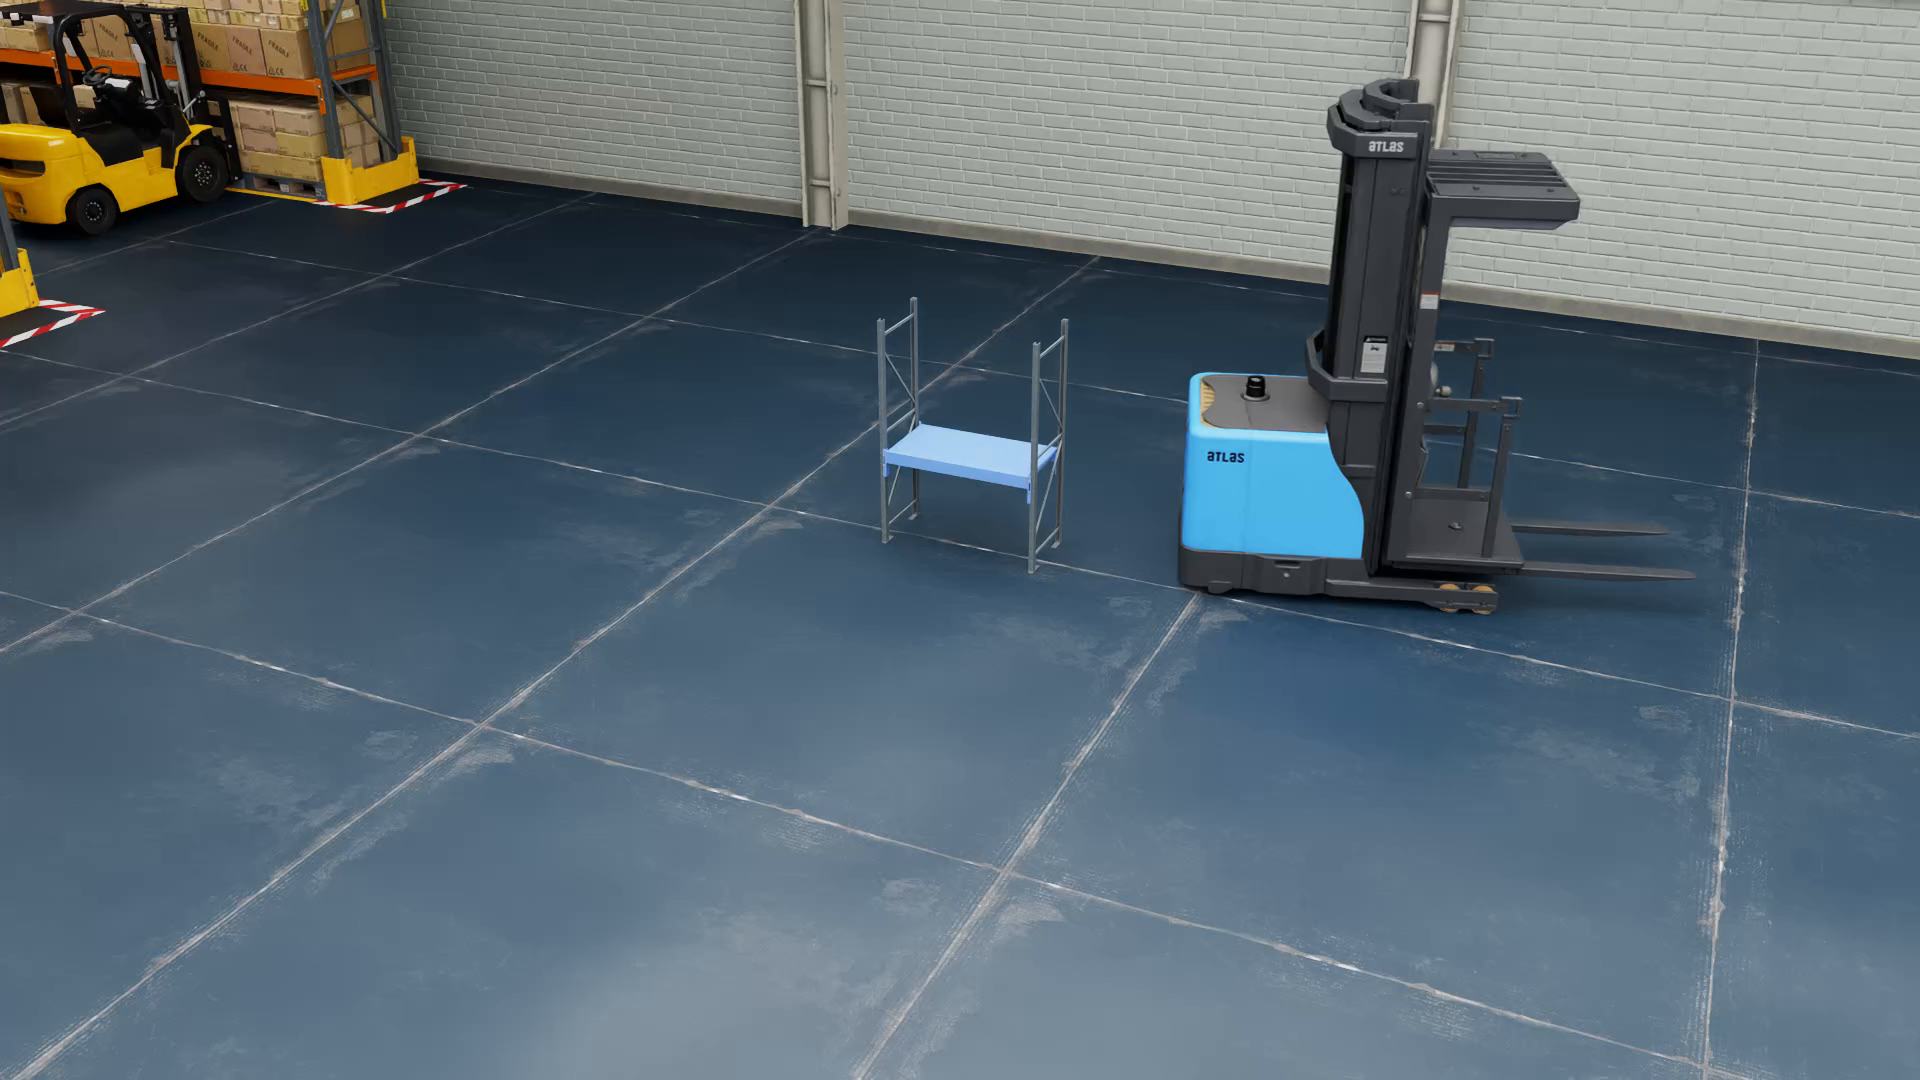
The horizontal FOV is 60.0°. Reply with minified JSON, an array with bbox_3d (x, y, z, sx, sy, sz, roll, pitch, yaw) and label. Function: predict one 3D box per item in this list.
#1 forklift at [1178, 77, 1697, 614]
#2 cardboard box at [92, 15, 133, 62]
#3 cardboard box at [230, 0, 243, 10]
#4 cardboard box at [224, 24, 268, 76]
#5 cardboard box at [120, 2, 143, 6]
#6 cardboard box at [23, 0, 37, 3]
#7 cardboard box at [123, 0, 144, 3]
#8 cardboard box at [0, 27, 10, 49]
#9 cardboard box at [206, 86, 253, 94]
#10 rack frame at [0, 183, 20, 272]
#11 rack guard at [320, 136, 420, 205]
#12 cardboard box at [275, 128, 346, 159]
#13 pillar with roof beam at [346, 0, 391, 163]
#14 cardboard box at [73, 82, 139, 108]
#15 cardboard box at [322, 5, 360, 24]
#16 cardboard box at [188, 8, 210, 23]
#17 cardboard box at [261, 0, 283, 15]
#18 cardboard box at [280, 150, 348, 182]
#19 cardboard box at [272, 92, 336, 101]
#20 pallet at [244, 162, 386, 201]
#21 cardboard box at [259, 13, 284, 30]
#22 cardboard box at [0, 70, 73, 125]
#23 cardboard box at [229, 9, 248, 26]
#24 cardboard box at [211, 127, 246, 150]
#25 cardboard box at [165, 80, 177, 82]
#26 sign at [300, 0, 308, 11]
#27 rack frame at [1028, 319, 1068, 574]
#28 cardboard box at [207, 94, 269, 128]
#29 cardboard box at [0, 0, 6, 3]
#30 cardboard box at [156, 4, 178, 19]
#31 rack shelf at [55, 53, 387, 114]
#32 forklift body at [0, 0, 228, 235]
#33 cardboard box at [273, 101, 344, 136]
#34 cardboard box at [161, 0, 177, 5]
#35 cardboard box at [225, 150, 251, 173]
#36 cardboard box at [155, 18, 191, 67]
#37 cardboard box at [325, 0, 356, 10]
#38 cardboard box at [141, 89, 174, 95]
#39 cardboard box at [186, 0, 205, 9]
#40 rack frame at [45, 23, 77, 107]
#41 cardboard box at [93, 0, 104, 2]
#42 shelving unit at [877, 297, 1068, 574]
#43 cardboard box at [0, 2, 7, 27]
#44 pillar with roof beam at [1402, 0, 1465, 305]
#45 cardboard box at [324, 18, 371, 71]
[{"bbox_3d":[2.882,-1.124,9.715,3.031,2.935,1.130,3,26,7],"label":"forklift"},{"bbox_3d":[-9.471,-5.772,18.964,0.500,0.500,0.500,12,29,23],"label":"cardboard box"},{"bbox_3d":[-7.703,-5.865,18.083,0.250,0.149,0.380,12,28,22],"label":"cardboard box"},{"bbox_3d":[-7.632,-5.398,18.205,0.500,0.500,0.500,12,29,23],"label":"cardboard box"},{"bbox_3d":[-9.150,-5.967,18.626,0.250,0.149,0.380,11,28,21],"label":"cardboard box"},{"bbox_3d":[-10.651,-6.311,19.324,0.250,0.149,0.380,12,29,24],"label":"cardboard box"},{"bbox_3d":[-9.130,-6.114,18.588,0.250,0.149,0.380,11,28,21],"label":"cardboard box"},{"bbox_3d":[-11.275,-6.011,19.733,0.500,0.250,0.500,11,28,22],"label":"cardboard box"},{"bbox_3d":[-8.337,-5.120,19.258,0.500,0.250,0.500,11,28,21],"label":"cardboard box"},{"bbox_3d":[-8.658,-3.274,14.003,0.127,3.000,1.000,11,28,22],"label":"rack frame"},{"bbox_3d":[-6.585,-4.144,18.602,0.348,0.500,1.175,11,28,22],"label":"rack guard"},{"bbox_3d":[-7.179,-4.413,18.388,0.500,0.250,0.500,11,28,21],"label":"cardboard box"},{"bbox_3d":[-8.650,-6.720,14.212,0.400,9.000,9.100,11,28,22],"label":"pillar with roof beam"},{"bbox_3d":[-9.938,-5.190,19.402,0.500,0.250,0.500,11,28,21],"label":"cardboard box"},{"bbox_3d":[-6.808,-5.772,18.231,0.250,0.149,0.380,11,28,21],"label":"cardboard box"},{"bbox_3d":[-8.216,-5.782,18.250,0.250,0.149,0.380,12,28,22],"label":"cardboard box"},{"bbox_3d":[-7.258,-5.753,17.855,0.250,0.149,0.380,11,28,22],"label":"cardboard box"},{"bbox_3d":[-7.165,-4.184,18.490,0.500,0.250,0.500,12,28,22],"label":"cardboard box"},{"bbox_3d":[-7.422,-4.928,18.868,0.500,0.250,0.500,11,28,22],"label":"cardboard box"},{"bbox_3d":[-7.320,-4.142,18.924,1.213,0.211,1.003,11,28,22],"label":"pallet"},{"bbox_3d":[-7.283,-5.592,17.864,0.250,0.149,0.380,12,29,23],"label":"cardboard box"},{"bbox_3d":[-11.431,-5.361,20.455,0.625,0.625,0.875,11,28,21],"label":"cardboard box"},{"bbox_3d":[-7.715,-5.714,18.112,0.250,0.149,0.380,11,28,21],"label":"cardboard box"},{"bbox_3d":[-8.110,-4.595,18.758,0.500,0.250,0.500,11,28,21],"label":"cardboard box"},{"bbox_3d":[-9.253,-5.306,19.637,0.500,0.250,0.500,11,28,21],"label":"cardboard box"},{"bbox_3d":[-6.844,-5.680,17.313,0.005,0.325,0.100,11,28,22],"label":"sign"},{"bbox_3d":[0.540,-0.564,10.198,0.032,1.500,0.500,11,28,22],"label":"rack frame"},{"bbox_3d":[-8.086,-4.812,18.633,0.500,0.250,0.500,12,29,22],"label":"cardboard box"},{"bbox_3d":[-11.094,-6.417,19.539,0.250,0.149,0.380,11,28,22],"label":"cardboard box"},{"bbox_3d":[-8.667,-5.883,18.455,0.250,0.149,0.380,11,28,21],"label":"cardboard box"},{"bbox_3d":[-8.427,-5.313,18.960,4.000,0.370,1.077,11,28,22],"label":"rack shelf"},{"bbox_3d":[-9.088,-4.503,17.460,1.214,2.155,2.313,11,28,22],"label":"forklift body"},{"bbox_3d":[-7.155,-4.632,18.269,0.500,0.250,0.500,12,29,24],"label":"cardboard box"},{"bbox_3d":[-8.641,-6.051,18.461,0.250,0.149,0.380,11,28,22],"label":"cardboard box"},{"bbox_3d":[-8.066,-4.374,18.875,0.500,0.250,0.500,12,29,22],"label":"cardboard box"},{"bbox_3d":[-8.561,-5.579,18.573,0.500,0.500,0.500,12,28,22],"label":"cardboard box"},{"bbox_3d":[-6.824,-5.887,18.127,0.250,0.149,0.380,11,28,21],"label":"cardboard box"},{"bbox_3d":[-9.019,-5.007,19.028,0.500,0.250,0.500,12,29,24],"label":"cardboard box"},{"bbox_3d":[-8.223,-5.913,18.181,0.250,0.149,0.380,12,29,23],"label":"cardboard box"},{"bbox_3d":[-10.248,-6.002,19.544,0.127,3.000,1.000,11,28,22],"label":"rack frame"},{"bbox_3d":[-9.582,-6.090,18.877,0.250,0.149,0.380,11,28,22],"label":"cardboard box"},{"bbox_3d":[0.078,-0.657,10.387,1.048,1.500,0.538,11,28,22],"label":"shelving unit"},{"bbox_3d":[-11.272,-6.237,19.626,0.500,0.250,0.500,11,28,20],"label":"cardboard box"},{"bbox_3d":[2.274,-4.526,9.756,0.400,9.000,9.100,11,28,22],"label":"pillar with roof beam"},{"bbox_3d":[-6.943,-5.517,18.447,0.500,0.500,0.500,12,29,23],"label":"cardboard box"}]
